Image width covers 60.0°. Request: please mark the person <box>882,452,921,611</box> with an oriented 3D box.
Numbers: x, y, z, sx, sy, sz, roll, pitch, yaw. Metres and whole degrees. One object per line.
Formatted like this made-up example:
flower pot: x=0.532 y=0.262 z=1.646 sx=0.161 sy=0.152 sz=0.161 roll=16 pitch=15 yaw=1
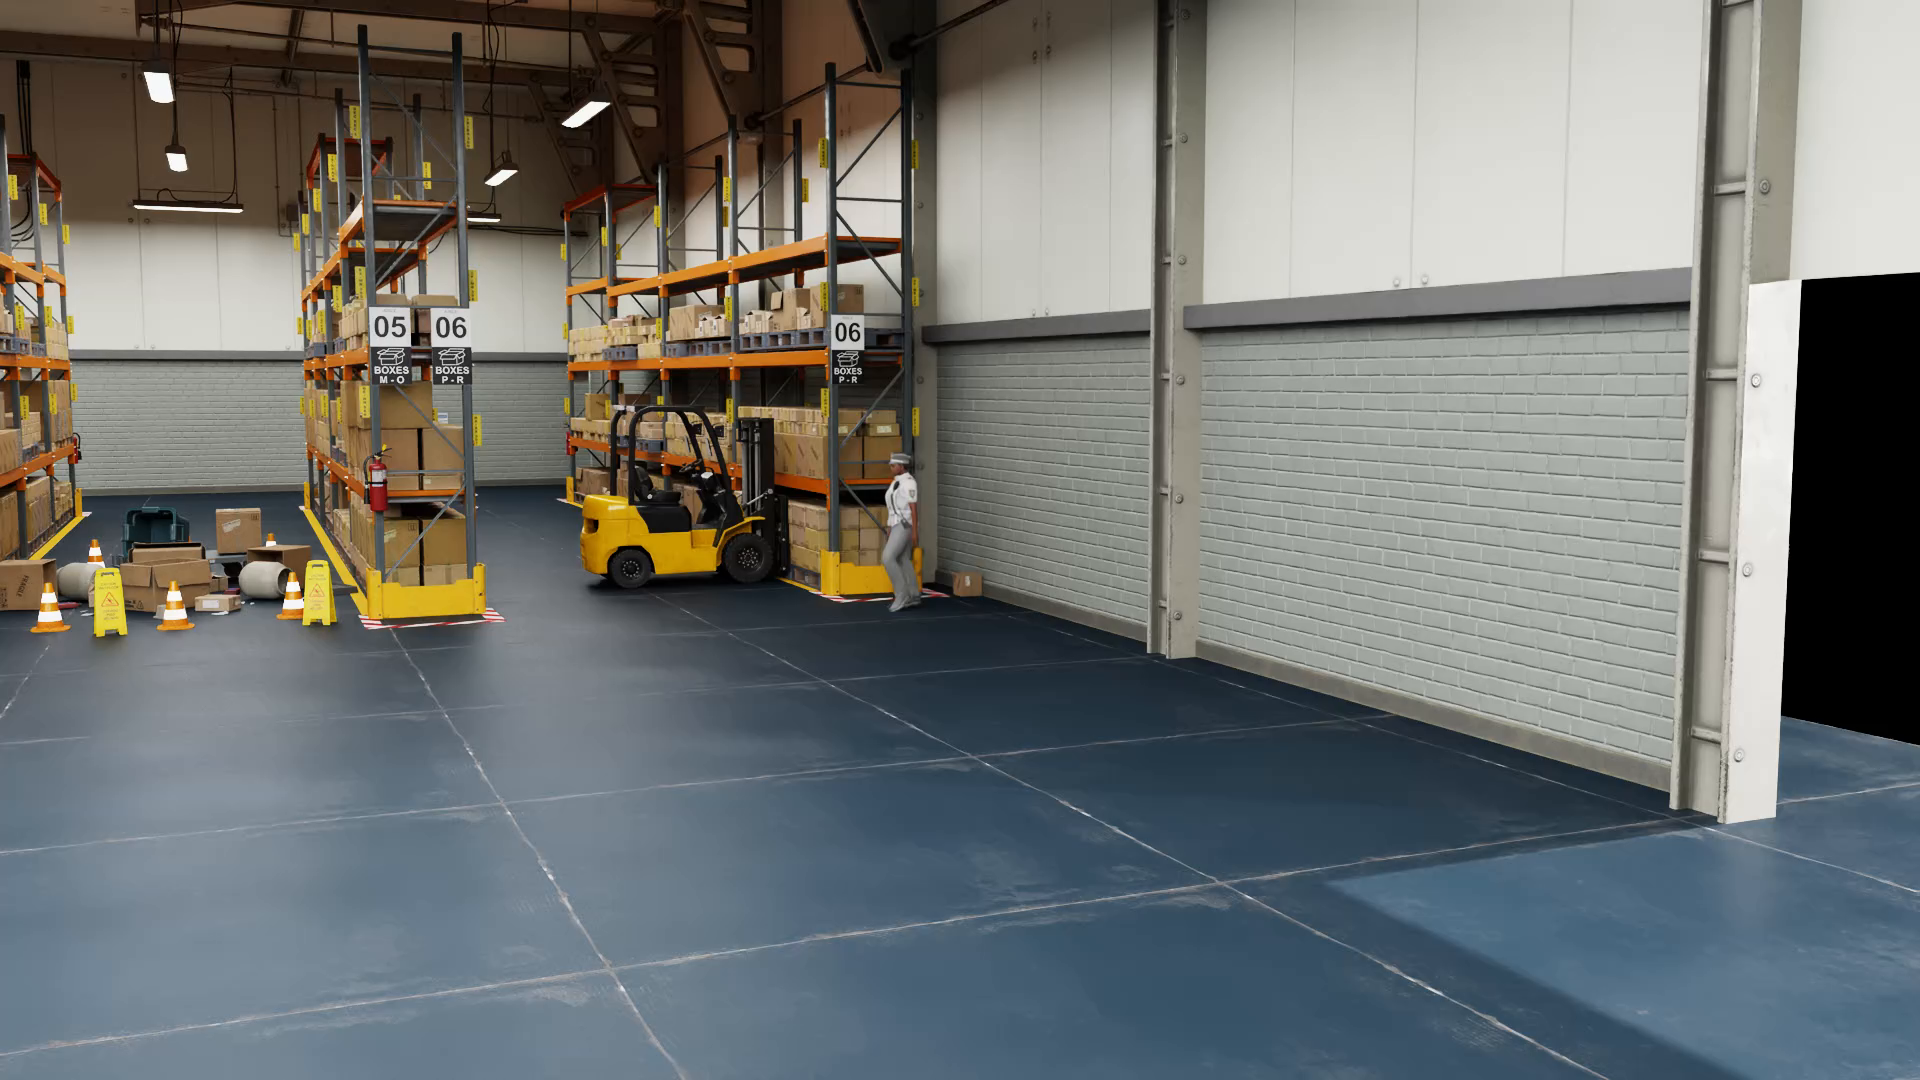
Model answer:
person: x=-0.646 y=-0.089 z=17.874 sx=0.489 sy=1.708 sz=0.481 roll=-2 pitch=6 yaw=-18
